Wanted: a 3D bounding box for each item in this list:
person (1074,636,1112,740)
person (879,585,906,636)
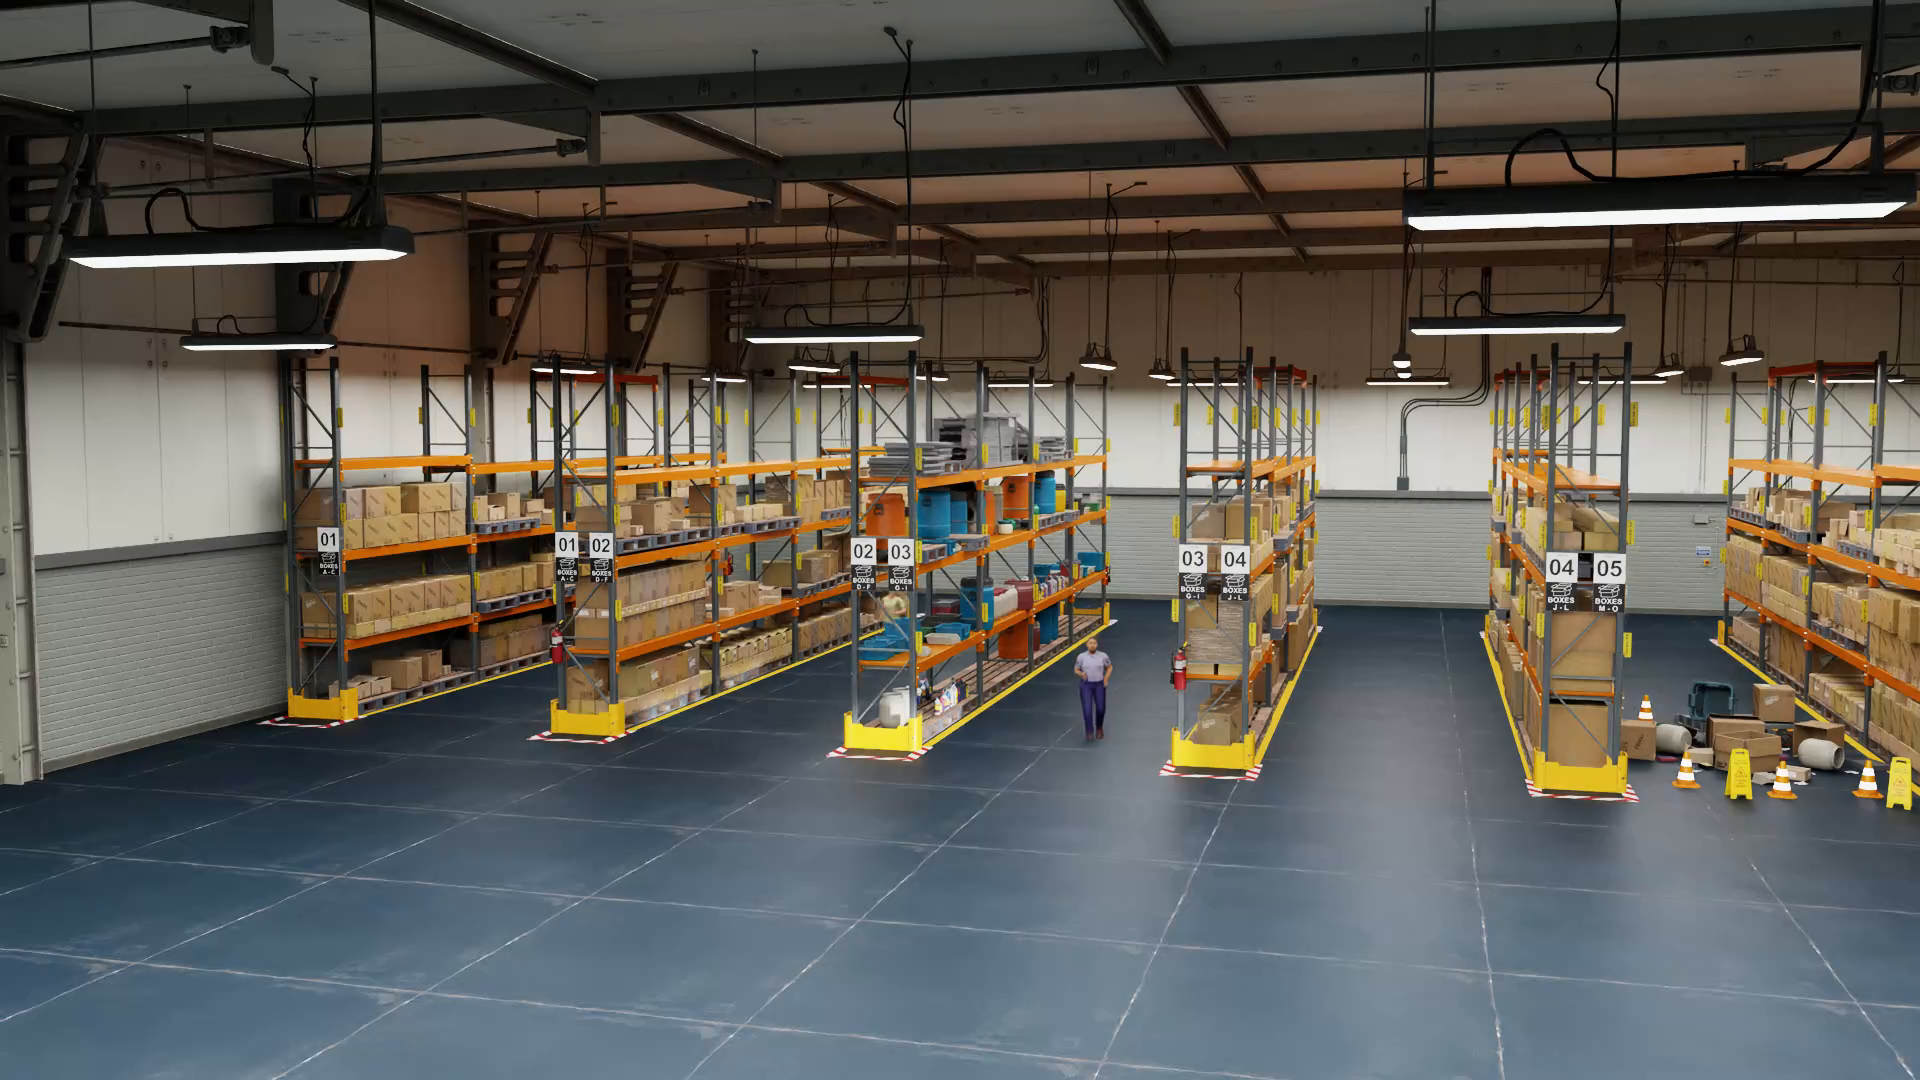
[{"bbox_3d":[2.059,2.306,25.694,0.591,1.618,0.576,0,4,3],"label":"person"},{"bbox_3d":[-1.388,1.700,33.617,0.575,1.645,0.914,1,4,11],"label":"person"}]
